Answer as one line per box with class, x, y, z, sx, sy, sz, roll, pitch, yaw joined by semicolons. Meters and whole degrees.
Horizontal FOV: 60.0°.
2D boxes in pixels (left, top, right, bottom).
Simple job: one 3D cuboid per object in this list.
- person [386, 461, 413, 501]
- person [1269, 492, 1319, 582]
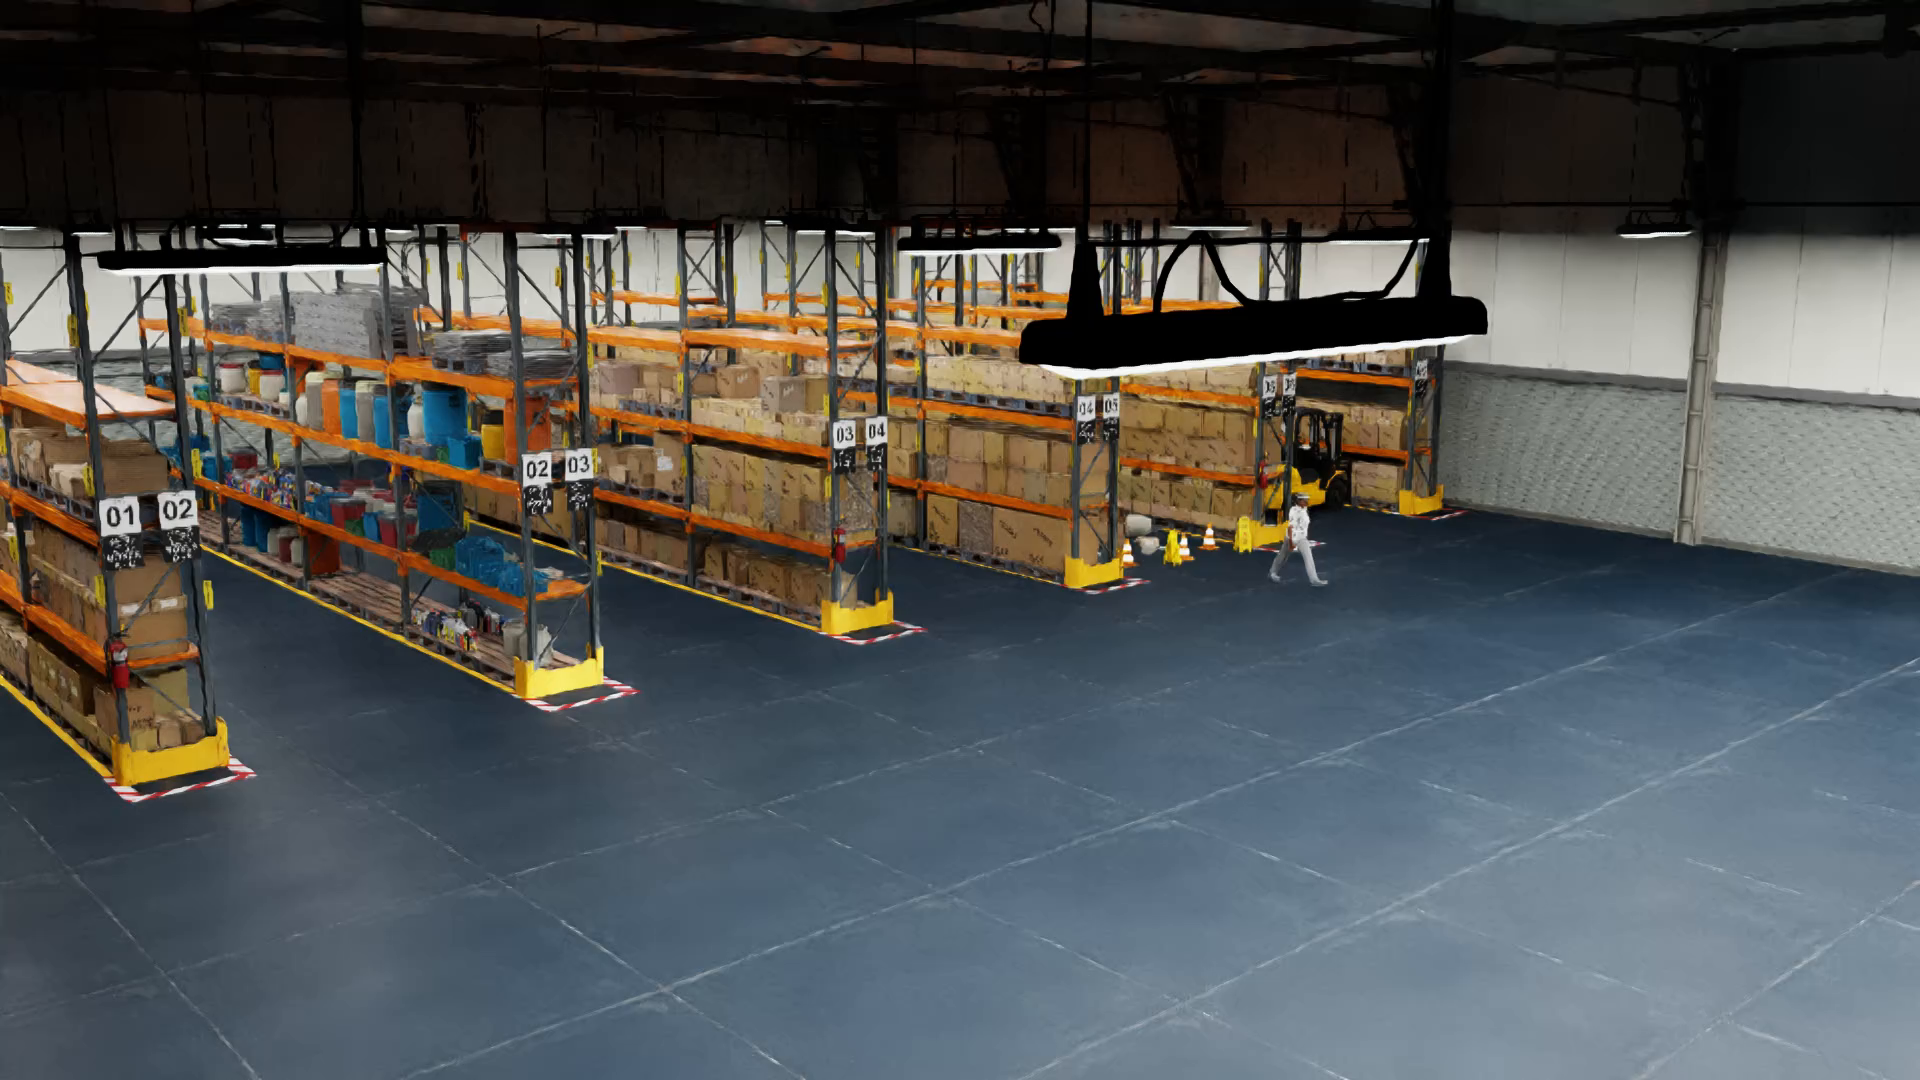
person;-11.212;-0.985;33.306;0.552;1.378;0.462;-11;16;-42
person;5.630;-0.080;28.031;0.447;1.539;0.918;-9;15;-38
